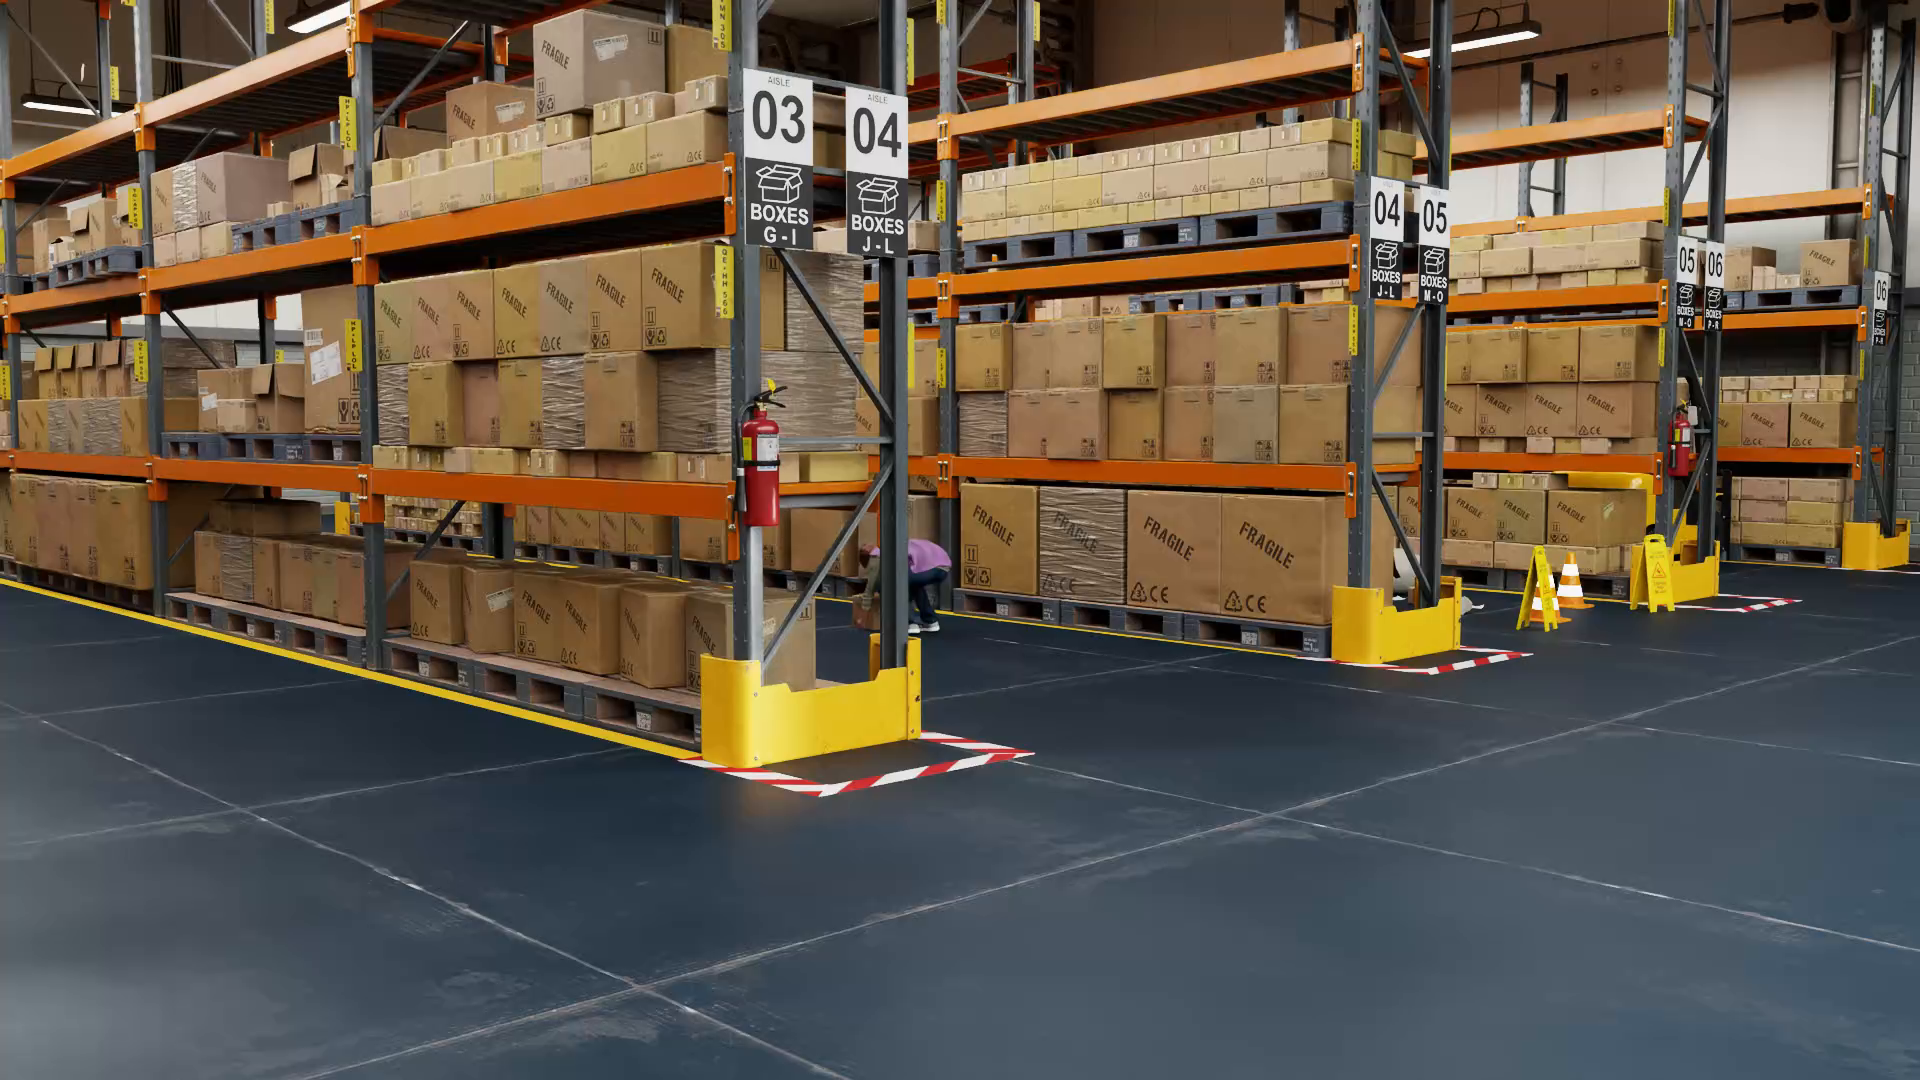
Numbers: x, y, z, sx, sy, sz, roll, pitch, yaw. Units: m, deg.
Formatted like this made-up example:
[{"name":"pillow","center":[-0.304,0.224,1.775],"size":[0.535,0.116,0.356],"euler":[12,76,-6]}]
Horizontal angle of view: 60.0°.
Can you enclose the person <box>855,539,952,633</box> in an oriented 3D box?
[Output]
[{"name":"person","center":[-0.441,0.354,12.682],"size":[0.872,0.738,0.421],"euler":[4,6,44]}]
